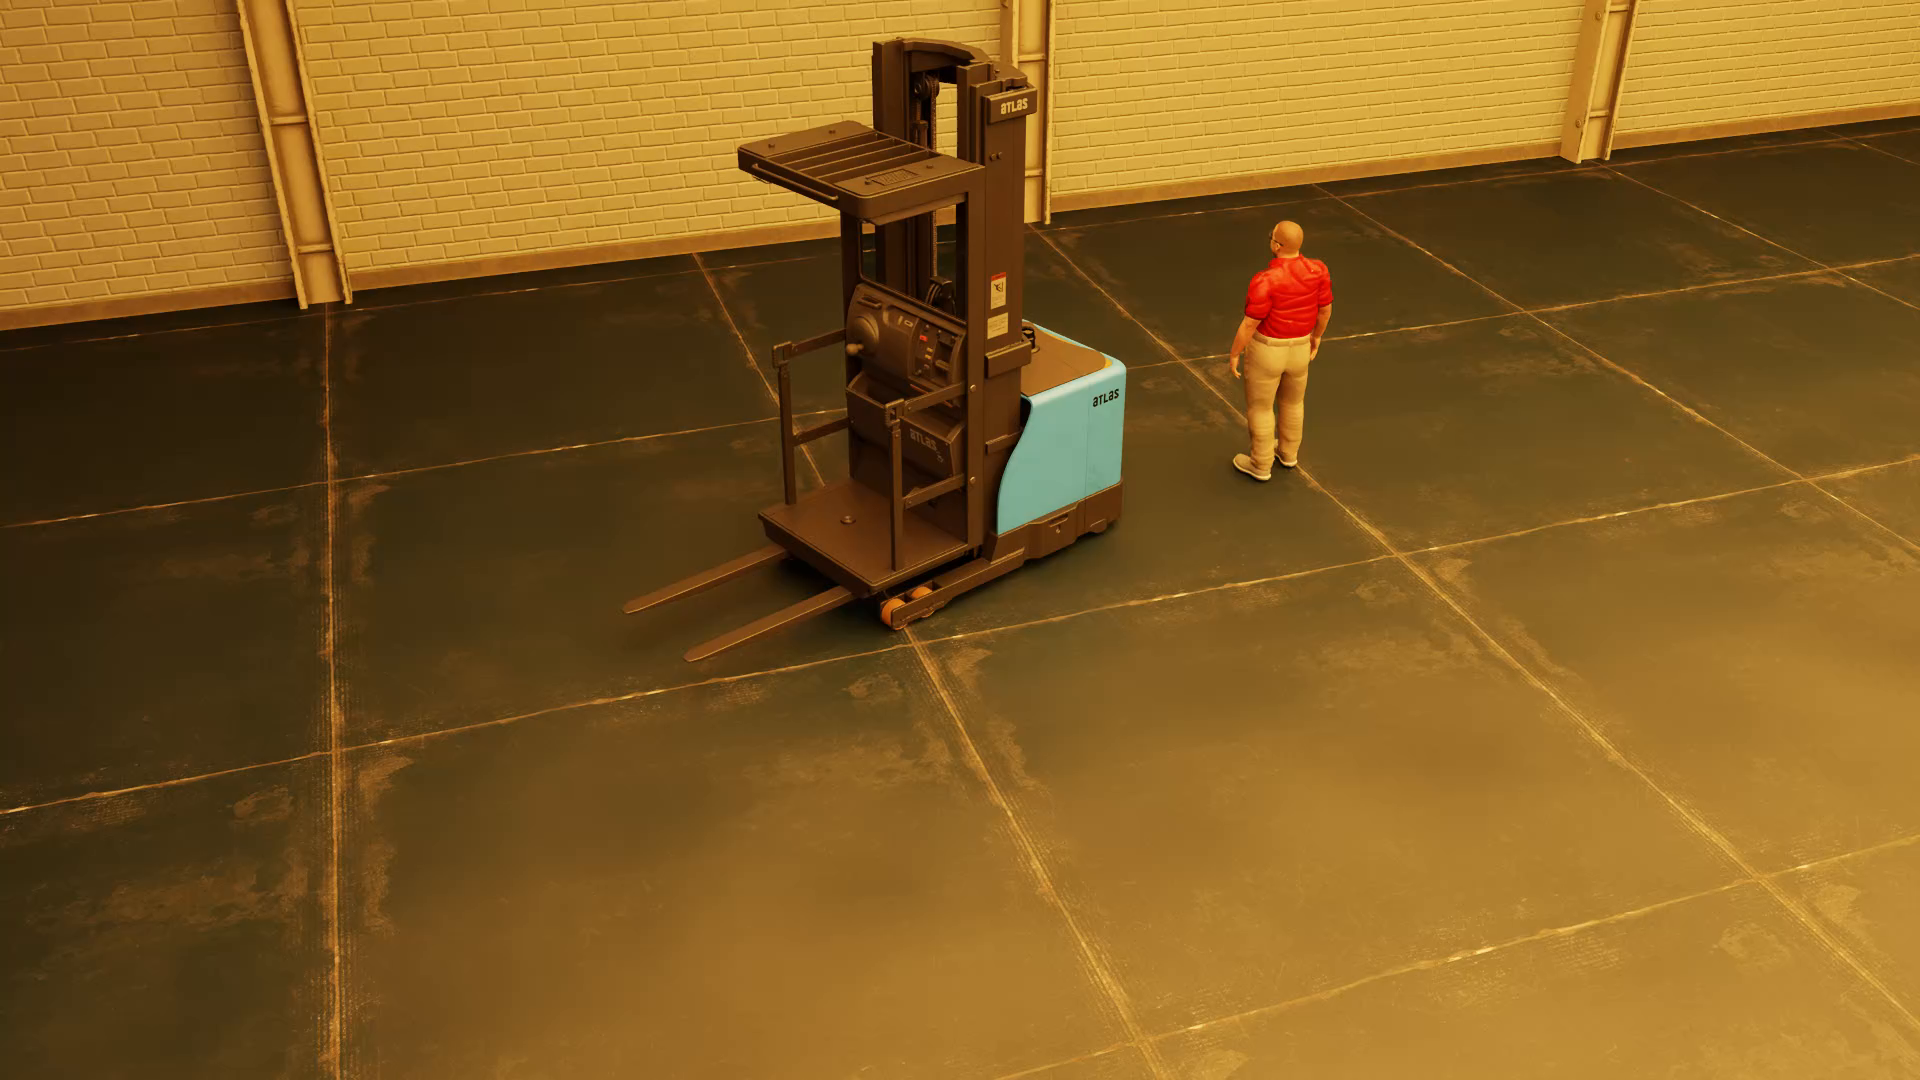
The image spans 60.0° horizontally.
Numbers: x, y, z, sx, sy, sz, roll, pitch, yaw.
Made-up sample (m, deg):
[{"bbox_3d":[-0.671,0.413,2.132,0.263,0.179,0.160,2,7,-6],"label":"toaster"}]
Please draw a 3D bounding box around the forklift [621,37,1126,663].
[{"bbox_3d":[-0.461,-1.072,8.951,3.031,2.935,1.130,-23,37,-34],"label":"forklift"}]

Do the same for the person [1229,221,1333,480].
[{"bbox_3d":[1.942,-1.203,10.367,0.642,1.727,0.550,-10,31,-17],"label":"person"}]
